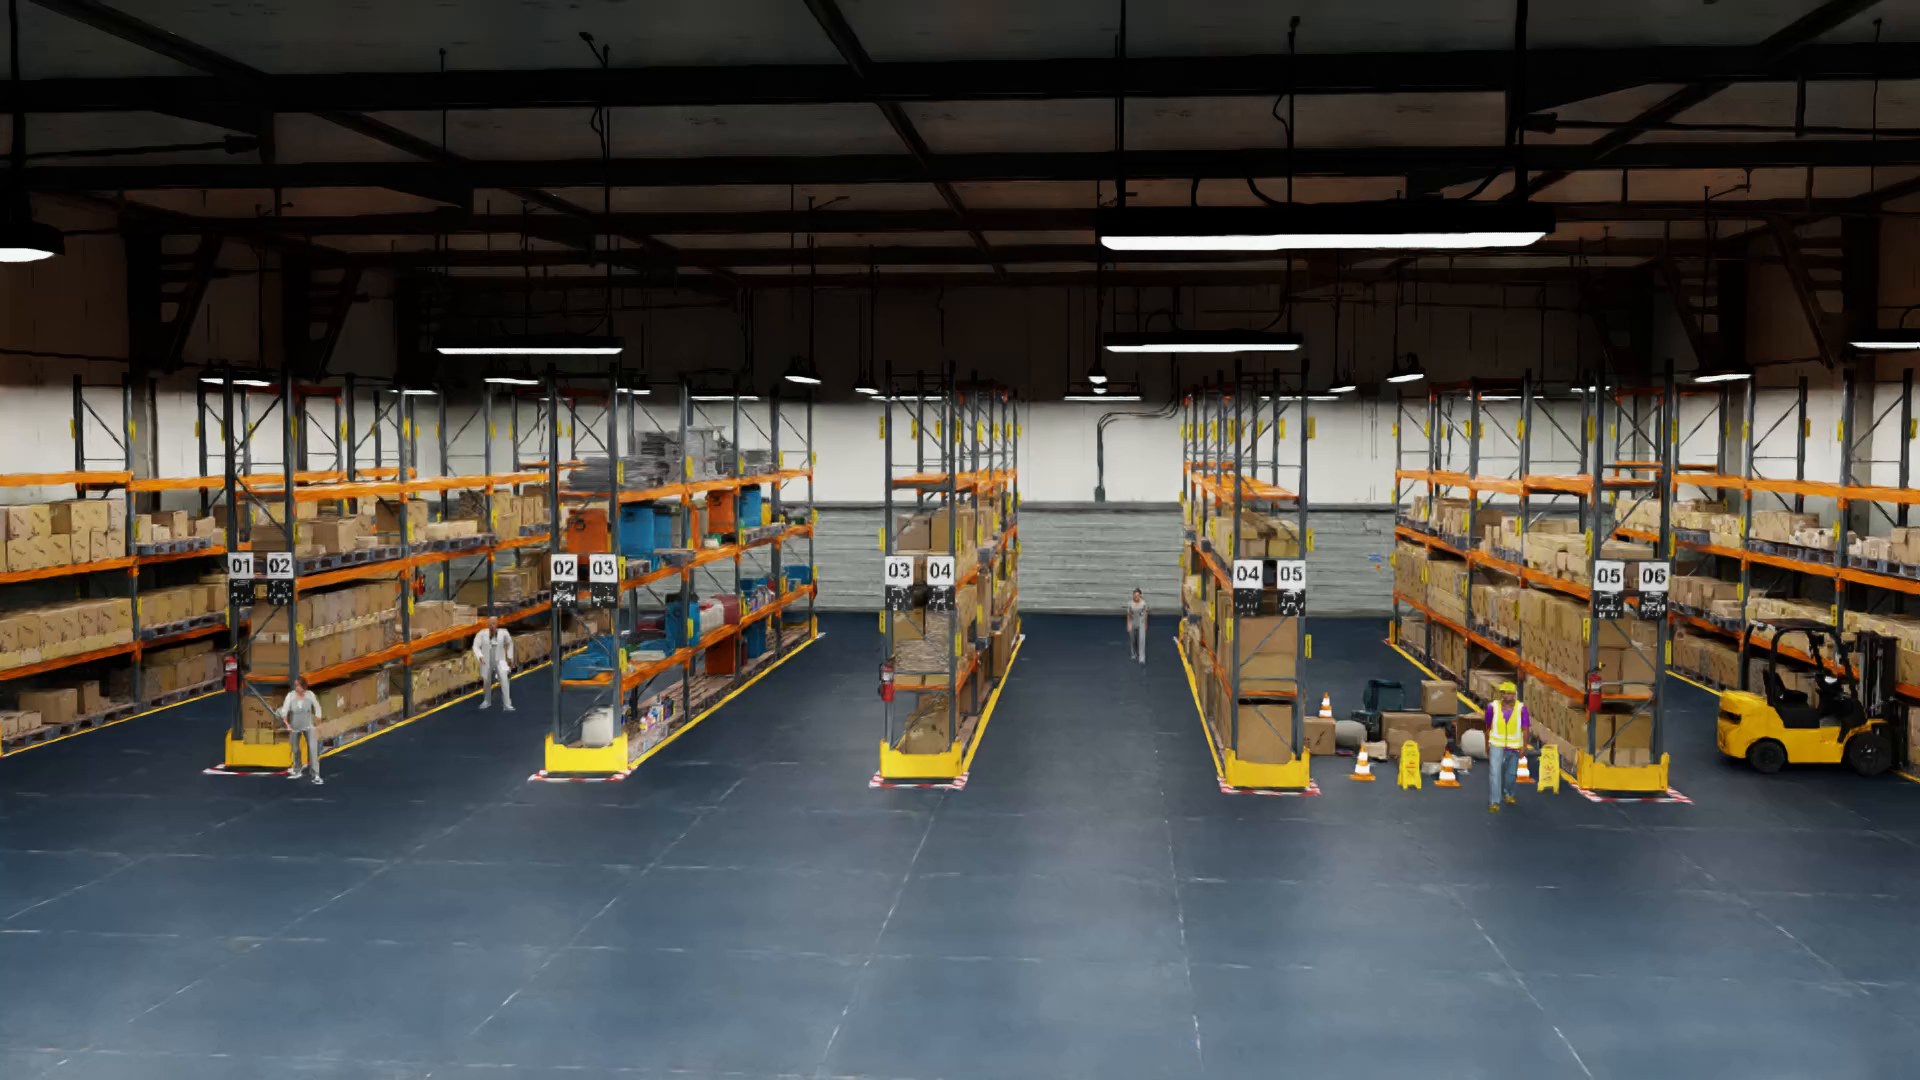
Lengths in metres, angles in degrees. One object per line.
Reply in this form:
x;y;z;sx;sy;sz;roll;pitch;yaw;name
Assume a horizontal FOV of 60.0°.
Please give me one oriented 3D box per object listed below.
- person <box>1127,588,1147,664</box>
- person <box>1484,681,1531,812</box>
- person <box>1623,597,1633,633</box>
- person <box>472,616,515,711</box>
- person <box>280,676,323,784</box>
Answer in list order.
3.813;1.832;35.879;0.446;1.590;1.110;0;4;7;person
7.203;2.699;21.891;0.571;1.706;1.043;1;4;15;person
13.332;1.903;33.620;0.597;1.746;0.667;2;4;26;person
-8.308;2.187;29.667;0.729;1.707;0.905;-1;4;-11;person
-9.329;2.672;23.618;0.562;1.528;0.778;-1;4;-14;person
